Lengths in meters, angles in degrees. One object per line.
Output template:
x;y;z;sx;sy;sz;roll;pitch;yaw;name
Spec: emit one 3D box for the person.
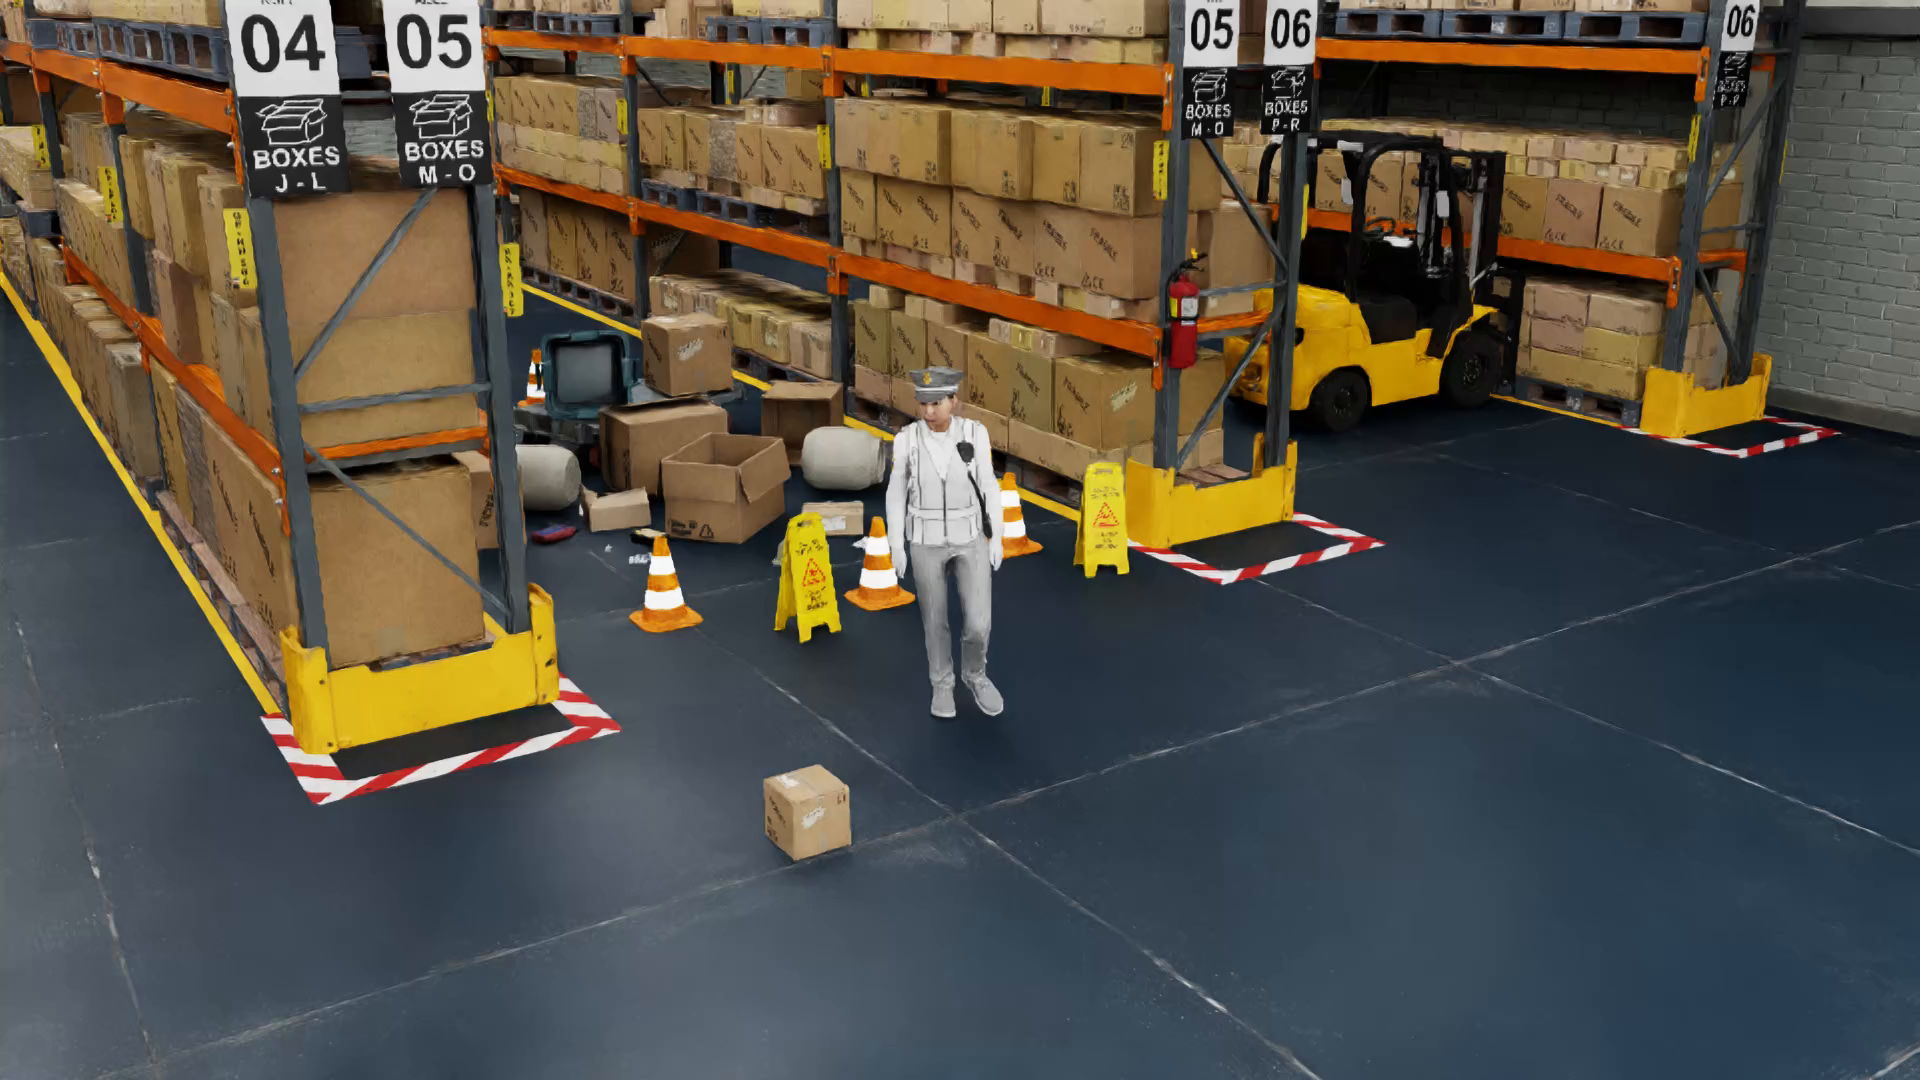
-0.064;0.015;7.467;0.536;1.663;0.430;1;18;2;person
